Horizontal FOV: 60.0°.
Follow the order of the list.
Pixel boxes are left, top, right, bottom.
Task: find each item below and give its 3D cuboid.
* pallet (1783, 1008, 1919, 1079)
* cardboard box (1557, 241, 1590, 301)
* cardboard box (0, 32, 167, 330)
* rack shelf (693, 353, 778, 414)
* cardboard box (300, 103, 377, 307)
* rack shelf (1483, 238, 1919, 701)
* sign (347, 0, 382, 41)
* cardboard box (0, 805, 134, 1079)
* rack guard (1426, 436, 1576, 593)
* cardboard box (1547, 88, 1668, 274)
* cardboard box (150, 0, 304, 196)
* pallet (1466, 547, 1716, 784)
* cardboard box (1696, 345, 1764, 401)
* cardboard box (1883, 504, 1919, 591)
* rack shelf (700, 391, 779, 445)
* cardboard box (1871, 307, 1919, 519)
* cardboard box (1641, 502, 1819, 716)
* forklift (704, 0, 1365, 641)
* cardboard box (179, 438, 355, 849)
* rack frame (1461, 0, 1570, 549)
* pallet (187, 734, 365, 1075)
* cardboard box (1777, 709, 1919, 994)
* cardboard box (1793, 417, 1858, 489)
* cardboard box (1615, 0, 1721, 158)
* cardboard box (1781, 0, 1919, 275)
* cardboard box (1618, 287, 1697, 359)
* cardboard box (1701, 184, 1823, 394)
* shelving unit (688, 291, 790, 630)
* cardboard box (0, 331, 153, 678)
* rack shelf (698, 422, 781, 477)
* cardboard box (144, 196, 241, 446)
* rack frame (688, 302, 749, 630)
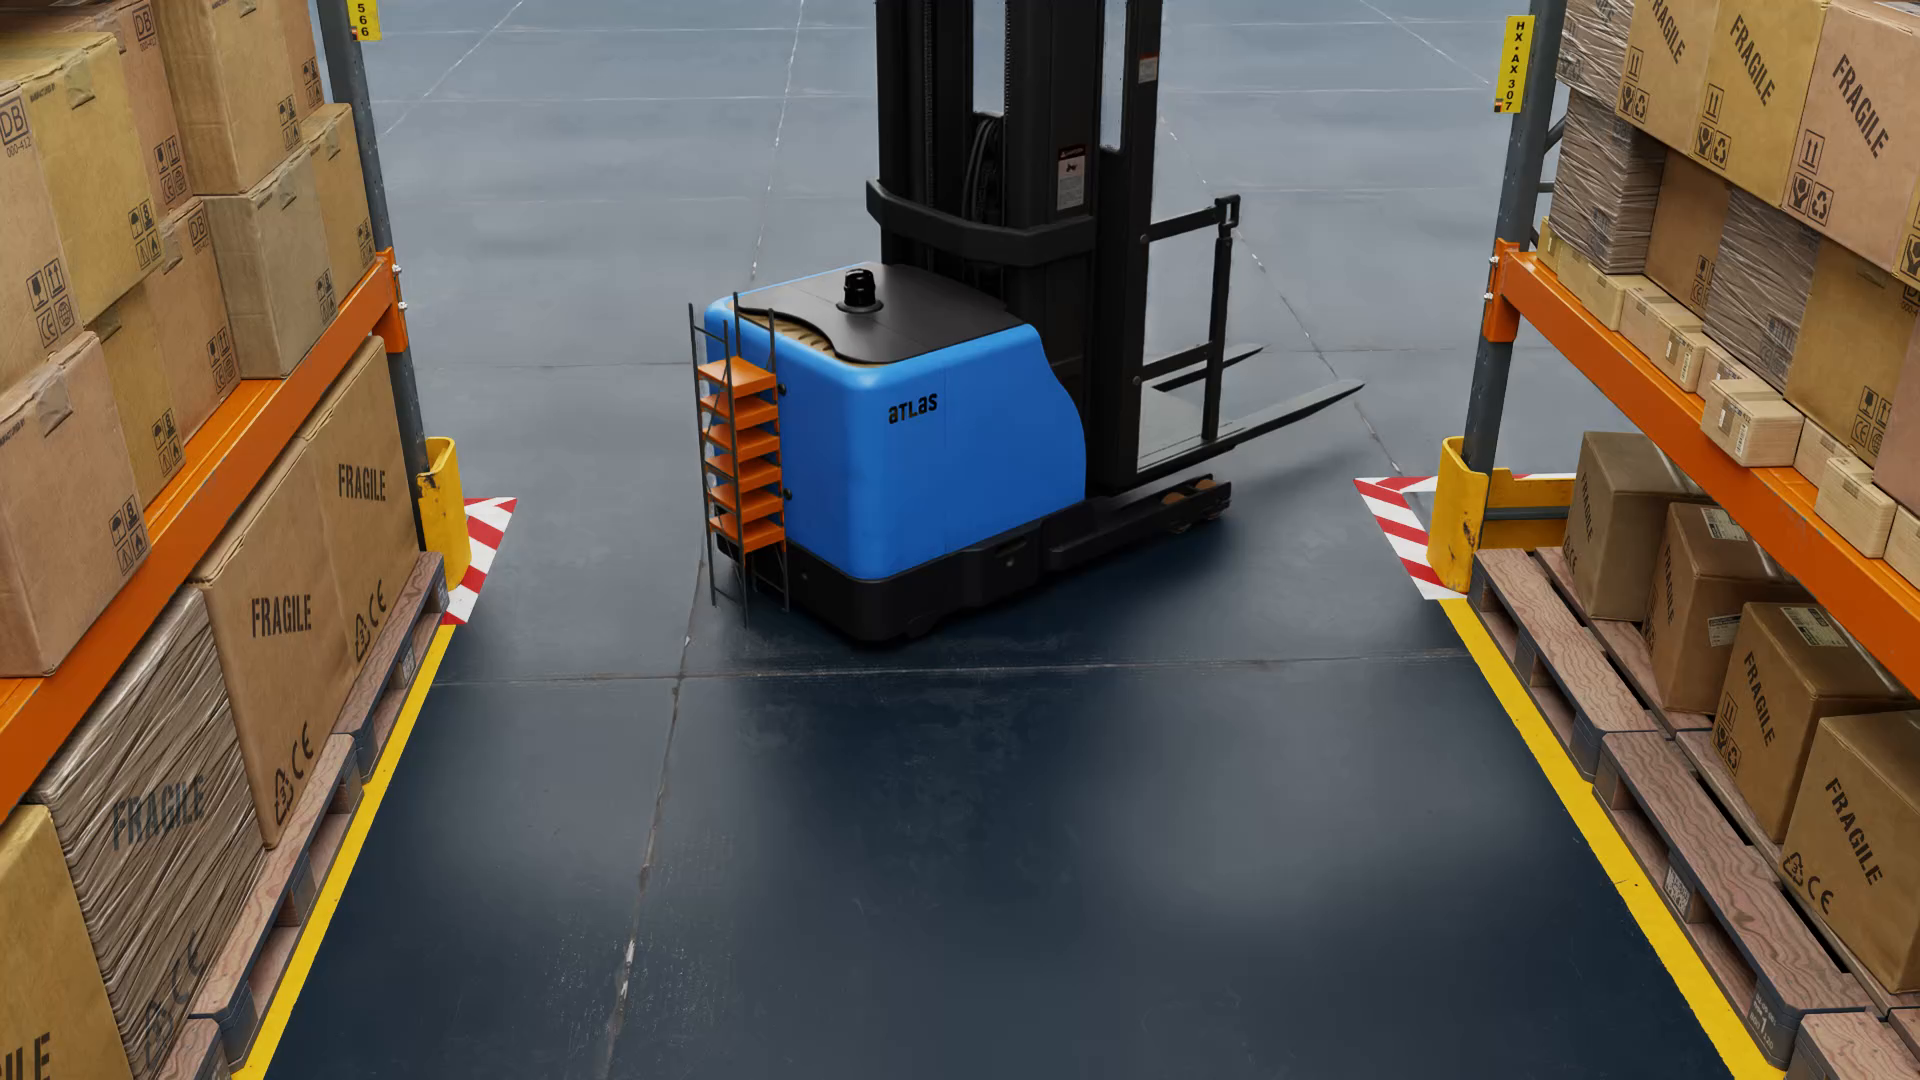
[{"bbox_3d":[2.579,1.519,3.609,1.003,0.211,1.213,-1,28,-3],"label":"pallet"},{"bbox_3d":[2.211,-0.890,5.485,0.380,0.149,0.250,-1,28,-3],"label":"cardboard box"},{"bbox_3d":[-2.366,-0.800,3.710,0.875,0.550,0.500,-1,28,-3],"label":"cardboard box"},{"bbox_3d":[-0.786,-0.551,5.826,0.180,0.103,0.258,-21,34,-35],"label":"rack shelf"},{"bbox_3d":[-2.454,-1.078,5.411,0.875,0.550,0.550,-1,28,-3],"label":"cardboard box"},{"bbox_3d":[2.545,-0.013,4.308,1.077,0.370,4.000,-1,28,-3],"label":"rack shelf"},{"bbox_3d":[-1.976,-1.807,5.463,0.100,0.325,0.005,-1,28,-3],"label":"sign"},{"bbox_3d":[-2.272,1.129,3.185,0.875,0.875,0.875,-1,28,-2],"label":"cardboard box"},{"bbox_3d":[2.444,-0.112,6.424,1.175,0.500,0.348,-1,28,-3],"label":"rack guard"},{"bbox_3d":[2.442,-1.177,5.333,0.875,0.500,0.500,-1,28,-3],"label":"cardboard box"},{"bbox_3d":[-2.417,-1.303,4.675,0.875,0.550,0.550,-1,28,-3],"label":"cardboard box"},{"bbox_3d":[2.451,0.392,5.769,1.003,0.211,1.213,-1,28,-3],"label":"pallet"},{"bbox_3d":[2.289,-0.429,4.601,0.380,0.149,0.250,-1,28,-3],"label":"cardboard box"},{"bbox_3d":[2.329,0.033,3.715,0.380,0.149,0.250,-1,28,-3],"label":"cardboard box"},{"bbox_3d":[-0.786,-0.444,5.881,0.180,0.103,0.258,-21,34,-35],"label":"rack shelf"},{"bbox_3d":[2.570,-0.254,3.563,0.875,0.500,0.500,-1,28,-3],"label":"cardboard box"},{"bbox_3d":[2.522,0.231,5.312,0.500,0.500,0.500,6,28,11],"label":"cardboard box"},{"bbox_3d":[0.495,-1.492,6.442,3.031,2.935,1.130,-21,34,-35],"label":"forklift"},{"bbox_3d":[-2.369,0.292,4.790,0.875,0.875,0.875,-2,28,-3],"label":"cardboard box"},{"bbox_3d":[2.440,-1.255,5.913,1.000,3.000,0.127,-1,28,-3],"label":"rack frame"},{"bbox_3d":[-2.338,0.984,4.635,1.003,0.211,1.213,-1,28,-3],"label":"pallet"},{"bbox_3d":[2.520,0.779,4.261,0.500,0.500,0.500,-4,28,-7],"label":"cardboard box"},{"bbox_3d":[2.344,-0.199,4.160,0.380,0.149,0.250,-1,28,-3],"label":"cardboard box"},{"bbox_3d":[2.216,-1.383,4.647,0.500,0.500,0.500,-1,28,-3],"label":"cardboard box"},{"bbox_3d":[2.276,-0.921,3.762,0.500,0.500,0.500,-1,28,-3],"label":"cardboard box"},{"bbox_3d":[2.243,-0.660,5.043,0.380,0.149,0.250,-1,28,-3],"label":"cardboard box"},{"bbox_3d":[2.570,-0.717,4.451,0.875,0.500,0.500,-1,28,-3],"label":"cardboard box"},{"bbox_3d":[-0.786,-0.271,5.972,0.189,1.200,0.258,-21,34,-35],"label":"shelving unit"},{"bbox_3d":[-2.303,-0.077,3.492,0.875,0.550,0.550,-1,28,-3],"label":"cardboard box"},{"bbox_3d":[-0.786,-0.338,5.937,0.180,0.103,0.258,-21,34,-35],"label":"rack shelf"},{"bbox_3d":[-2.499,-0.563,4.424,0.875,0.550,0.550,-1,28,-3],"label":"cardboard box"},{"bbox_3d":[-0.856,-0.243,5.919,0.006,1.200,0.240,-21,34,-35],"label":"rack frame"}]
